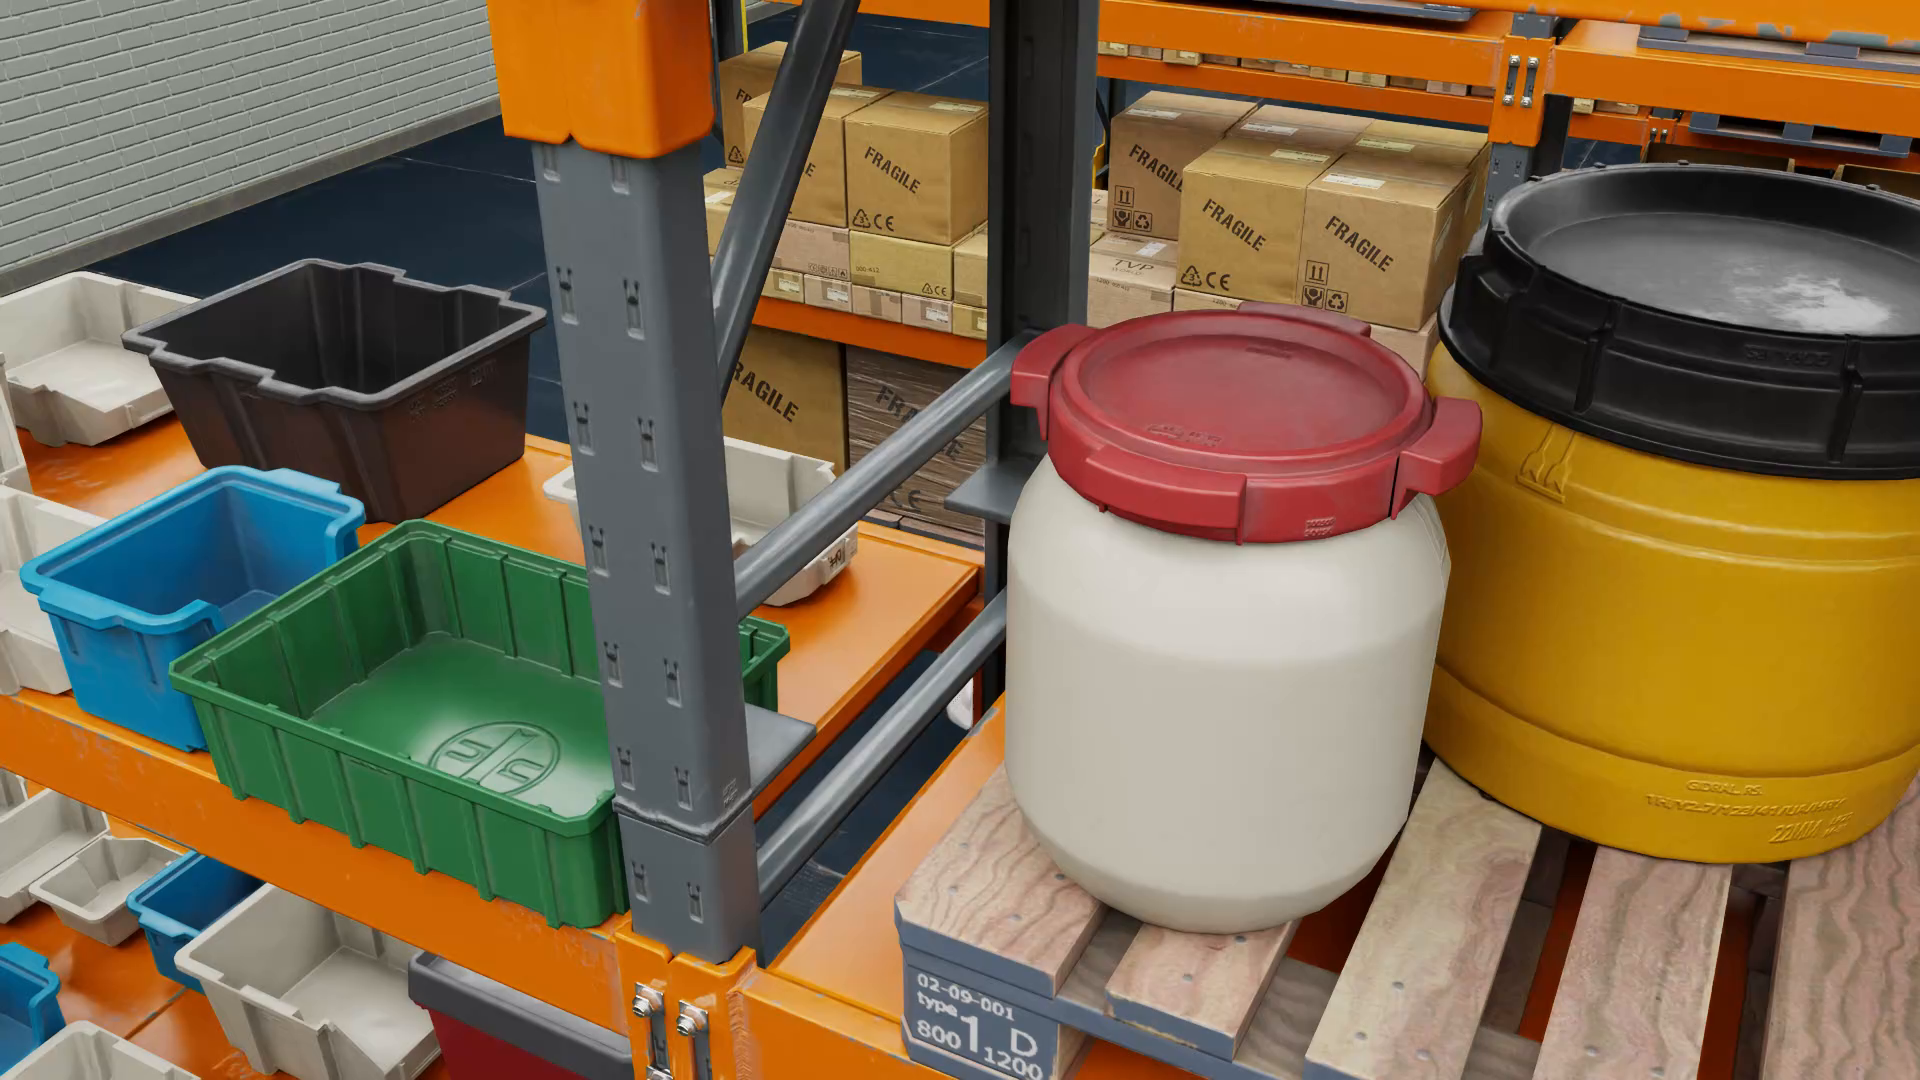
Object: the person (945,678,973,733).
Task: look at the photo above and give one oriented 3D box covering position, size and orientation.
[{"bbox_3d":[0.395,0.580,6.376,0.878,0.997,0.589,14,33,23],"label":"person"}]
